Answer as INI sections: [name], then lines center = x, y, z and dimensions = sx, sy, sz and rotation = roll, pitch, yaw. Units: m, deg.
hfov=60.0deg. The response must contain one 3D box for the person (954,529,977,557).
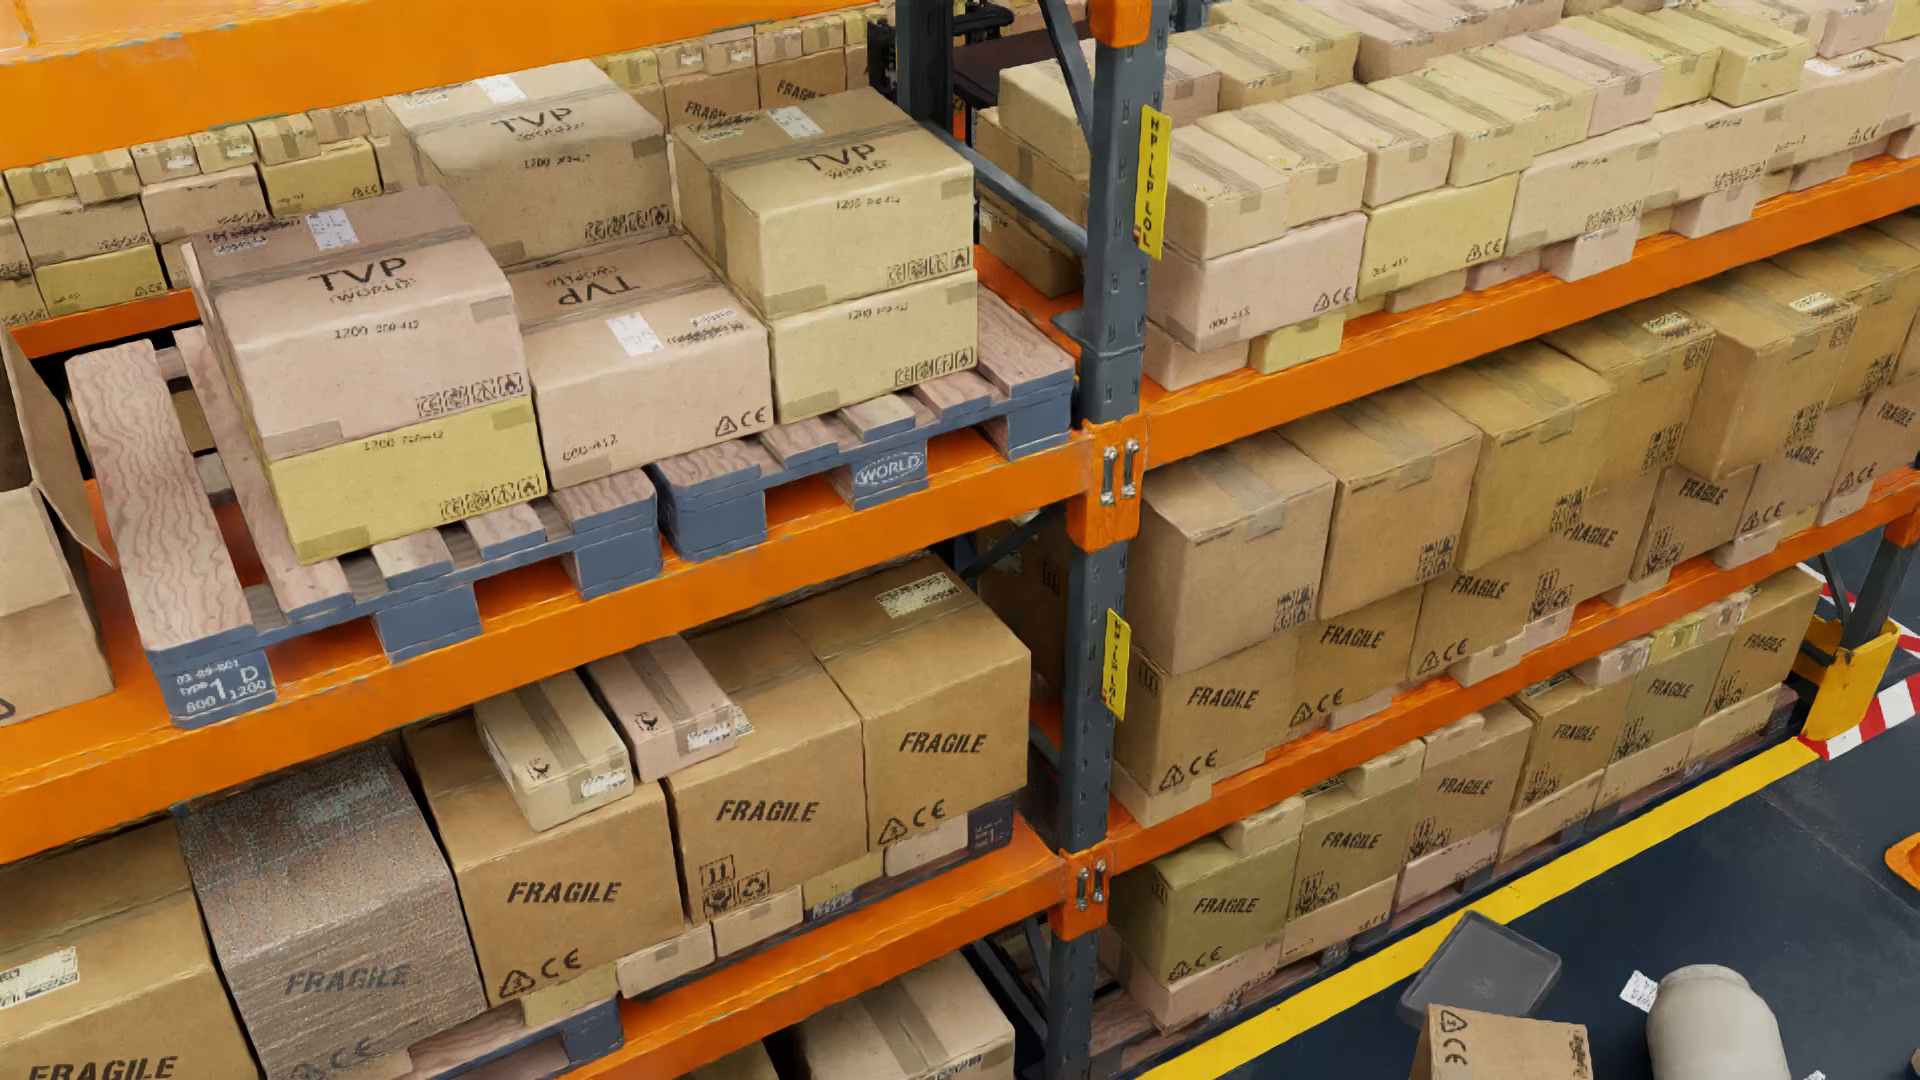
[person]
center = 0.005, -0.151, 7.130
dimensions = 0.604, 1.646, 0.540
rotation = -8, 38, -10
